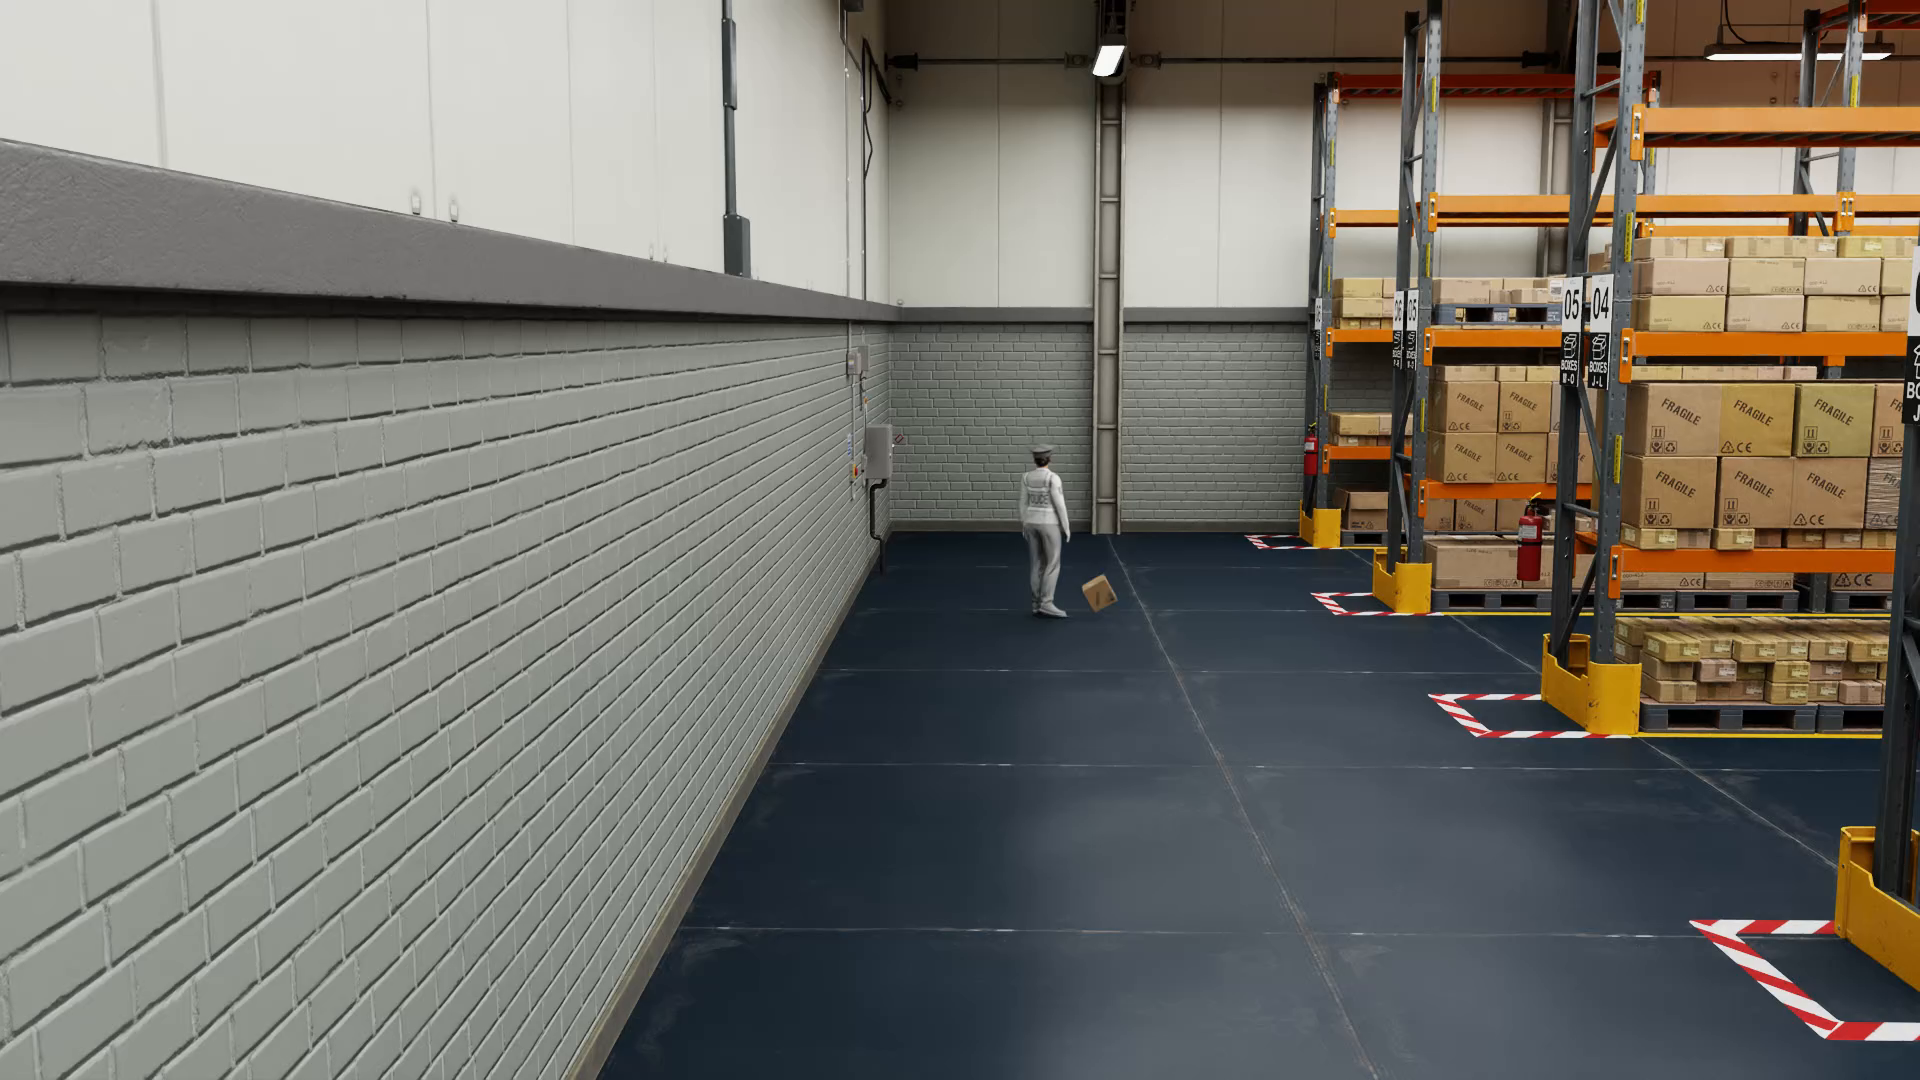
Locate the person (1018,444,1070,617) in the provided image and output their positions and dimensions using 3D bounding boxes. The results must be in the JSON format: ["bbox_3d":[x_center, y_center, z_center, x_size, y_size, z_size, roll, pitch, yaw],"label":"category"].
[{"bbox_3d":[0.849,-0.102,16.434,0.621,1.673,0.400,6,9,38],"label":"person"}]
